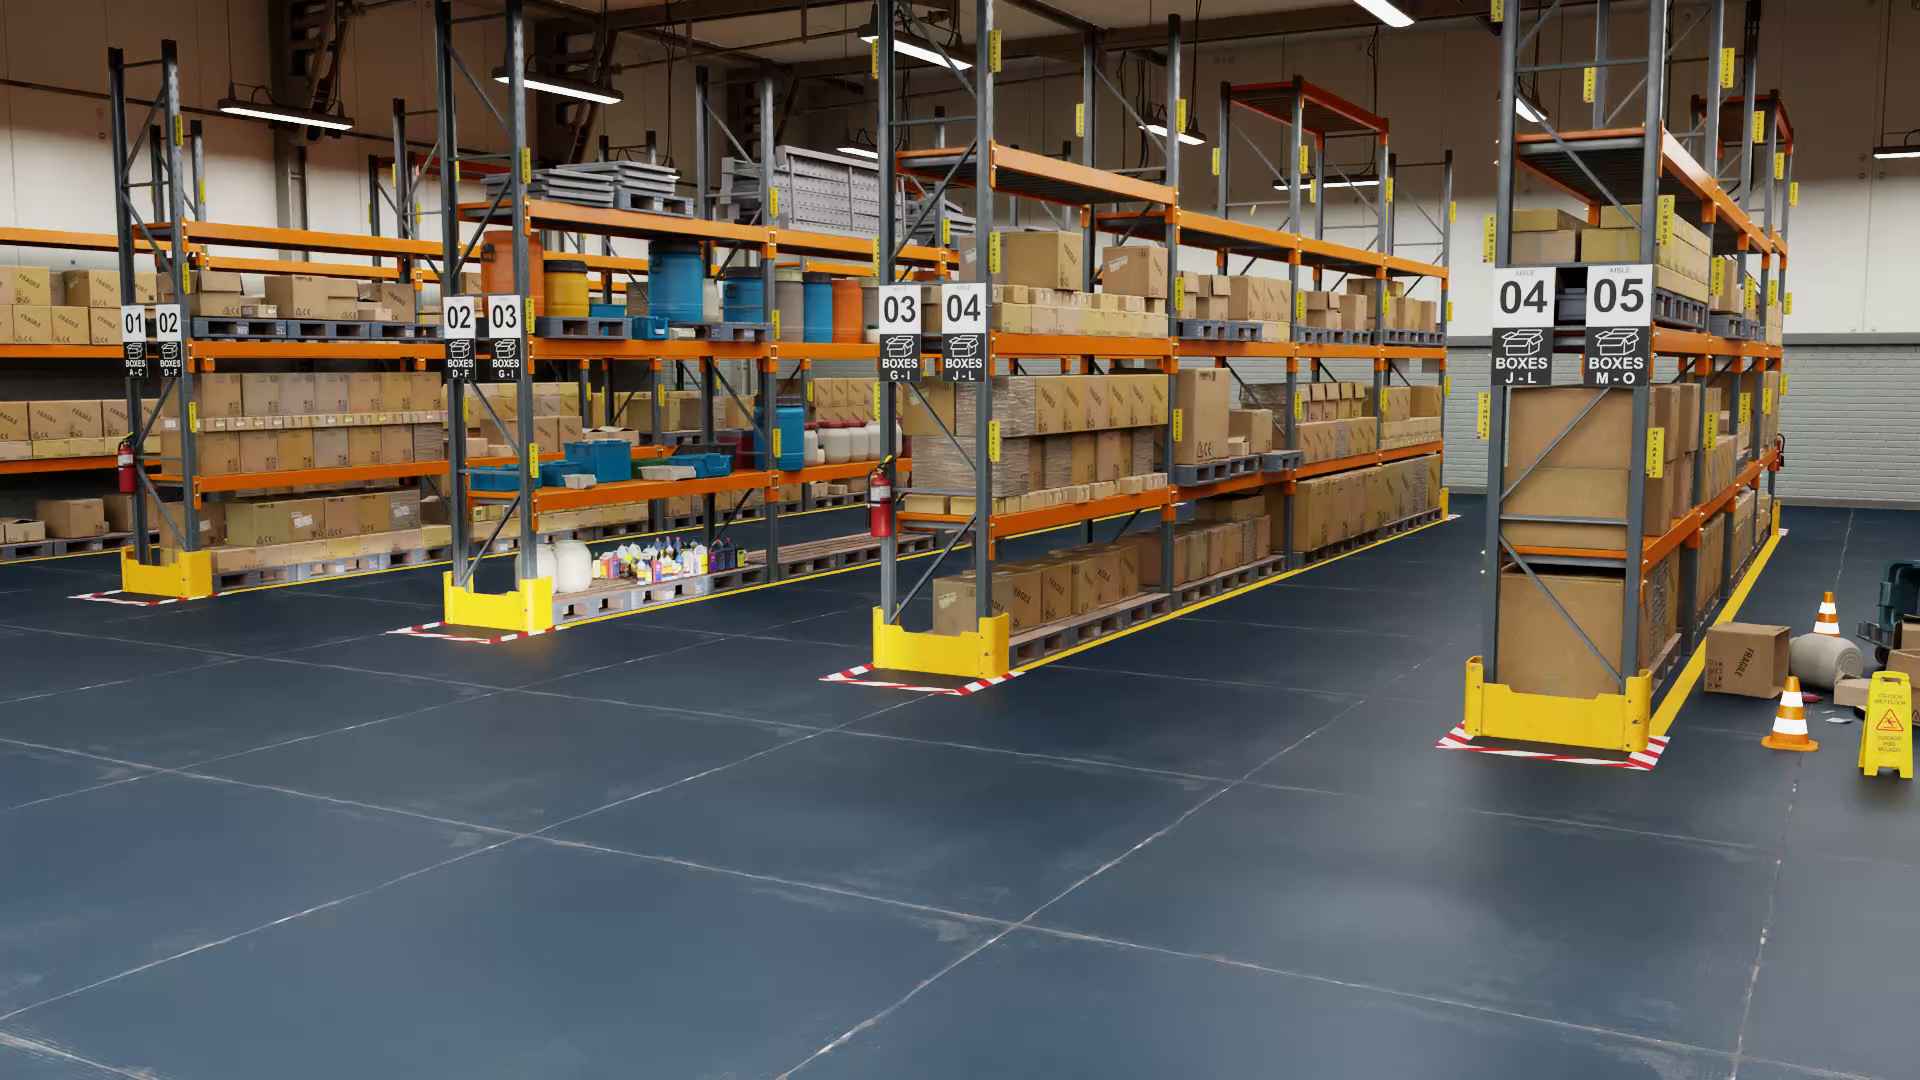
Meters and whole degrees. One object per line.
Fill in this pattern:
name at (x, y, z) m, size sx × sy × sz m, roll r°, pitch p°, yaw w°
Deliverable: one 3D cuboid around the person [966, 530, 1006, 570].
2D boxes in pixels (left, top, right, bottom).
person at (0.292, -0.168, 17.924) m, size 0.465 × 1.659 × 0.597 m, roll 2°, pitch 6°, yaw 21°
